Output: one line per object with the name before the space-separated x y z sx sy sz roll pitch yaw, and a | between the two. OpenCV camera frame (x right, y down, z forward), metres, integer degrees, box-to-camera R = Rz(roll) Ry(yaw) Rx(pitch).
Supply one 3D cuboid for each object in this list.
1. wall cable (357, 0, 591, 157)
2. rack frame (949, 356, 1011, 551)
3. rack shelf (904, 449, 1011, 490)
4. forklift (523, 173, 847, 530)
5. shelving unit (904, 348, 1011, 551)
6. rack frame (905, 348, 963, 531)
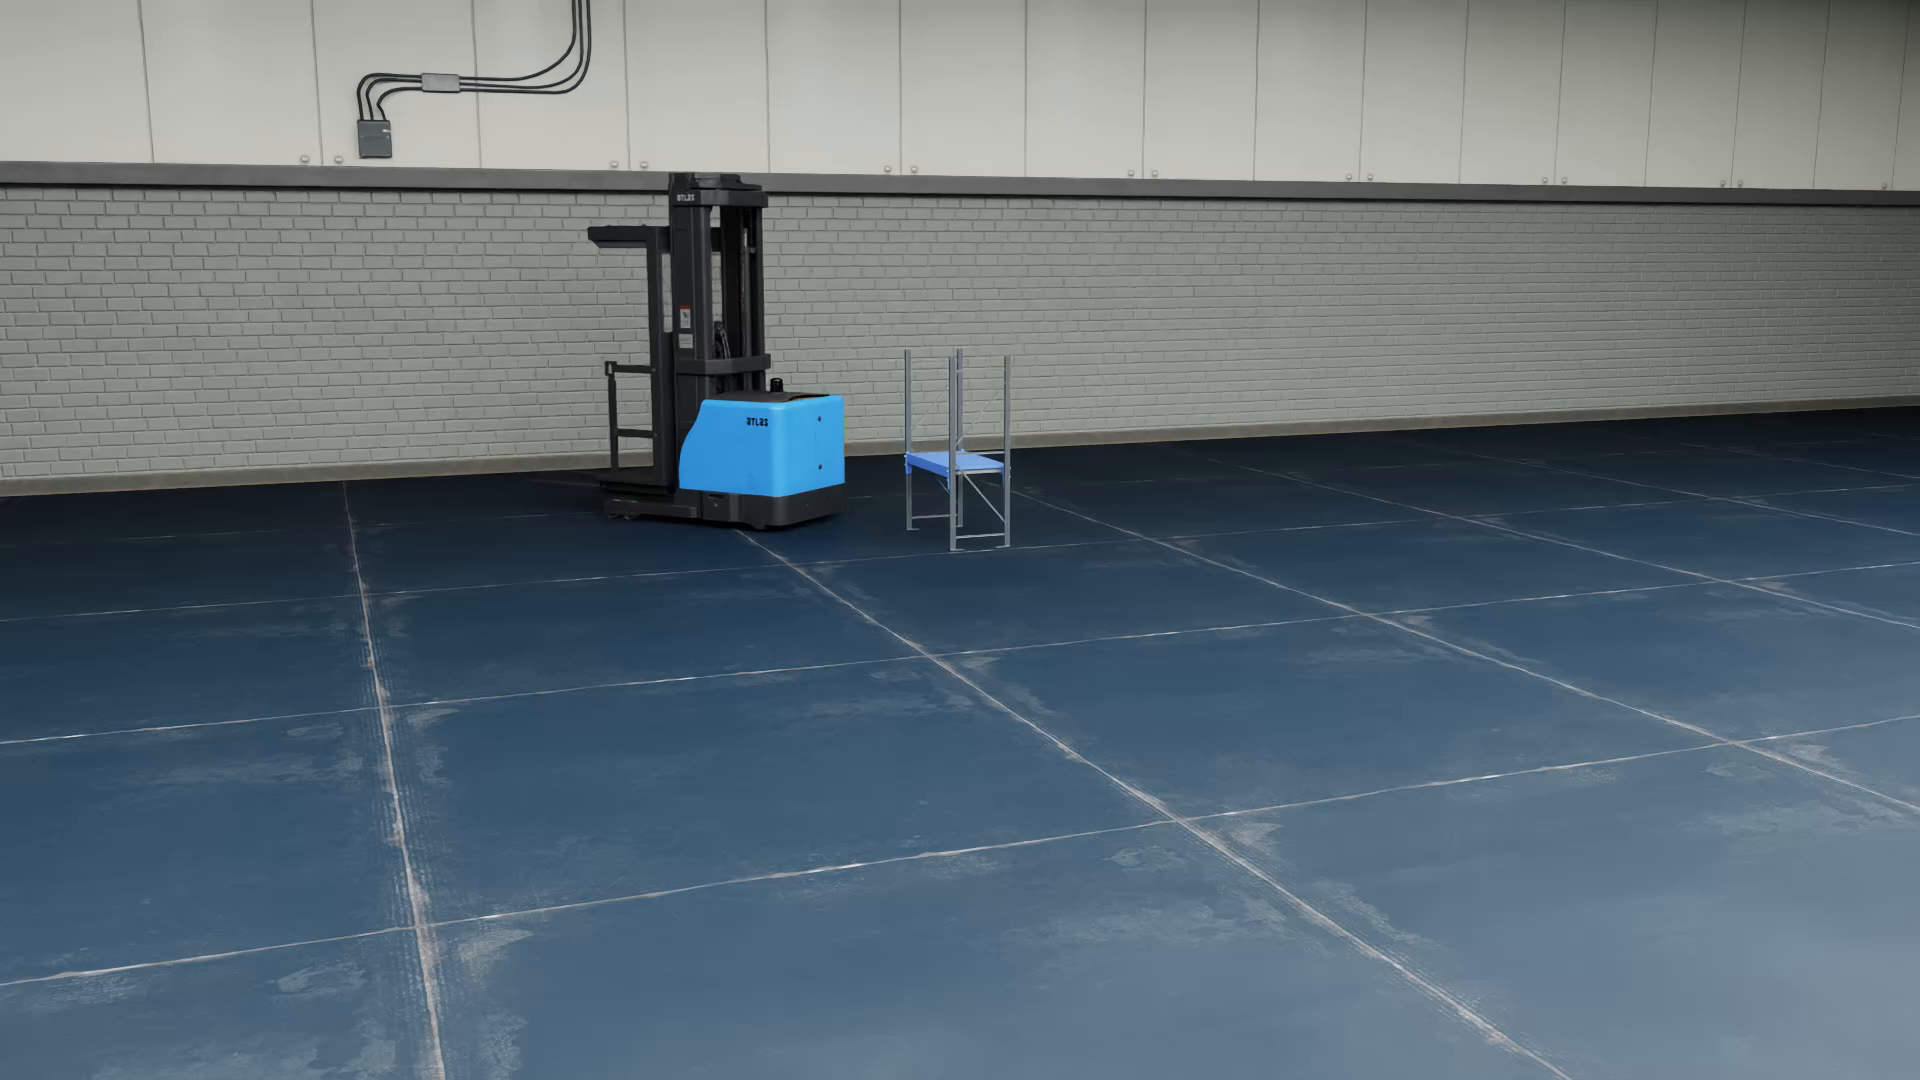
wall cable | -4.821 -6.795 16.212 2.305 6.003 0.169 -4 11 -21
rack frame | 0.153 -0.669 12.901 0.500 1.500 0.032 -4 11 -21
rack shelf | -0.031 -0.575 13.399 0.538 0.185 1.000 -4 11 -21
forklift | -2.524 -1.692 14.563 3.031 2.935 1.130 6 12 29
shelving unit | -0.031 -0.752 13.367 0.538 1.500 1.048 -4 11 -21
rack frame | -0.215 -0.835 13.834 0.500 1.500 0.032 -4 11 -21
